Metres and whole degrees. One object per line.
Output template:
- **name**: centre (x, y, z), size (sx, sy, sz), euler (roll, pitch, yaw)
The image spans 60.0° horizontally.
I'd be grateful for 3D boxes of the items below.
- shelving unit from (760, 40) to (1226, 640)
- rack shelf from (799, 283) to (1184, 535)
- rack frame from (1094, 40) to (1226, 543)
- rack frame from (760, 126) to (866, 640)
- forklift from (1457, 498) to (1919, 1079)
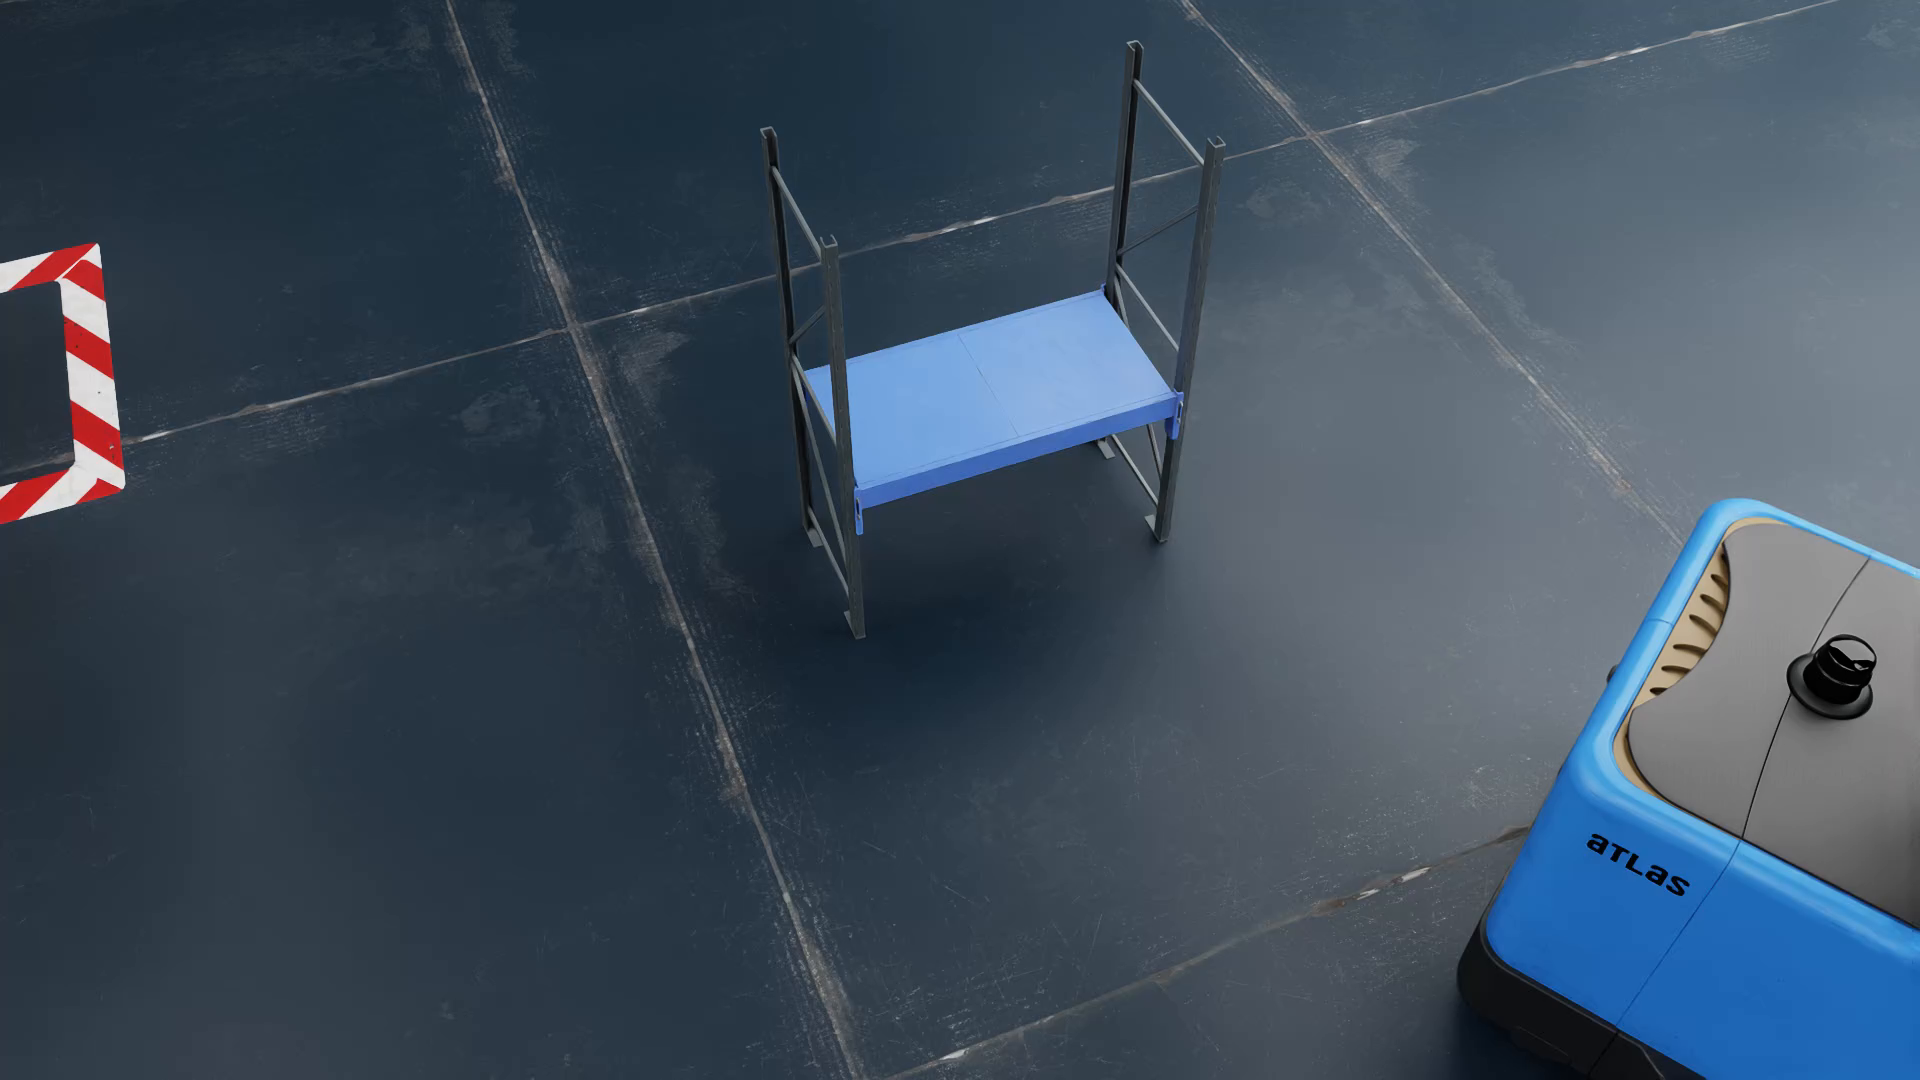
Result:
- **shelving unit**: centre (0.079, -0.513, 4.702), size (1.048, 1.500, 0.538), euler (-17, 52, -14)
- **rack shelf**: centre (0.079, -0.396, 4.839), size (1.000, 0.185, 0.538), euler (-17, 52, -14)
- **rack frame**: centre (0.550, -0.659, 4.827), size (0.032, 1.500, 0.500), euler (-17, 52, -14)
- **rack frame**: centre (-0.392, -0.367, 4.577), size (0.032, 1.500, 0.500), euler (-17, 52, -14)
- **forklift**: centre (2.754, 0.565, 2.833), size (3.031, 2.935, 1.130), euler (28, 55, 22)
